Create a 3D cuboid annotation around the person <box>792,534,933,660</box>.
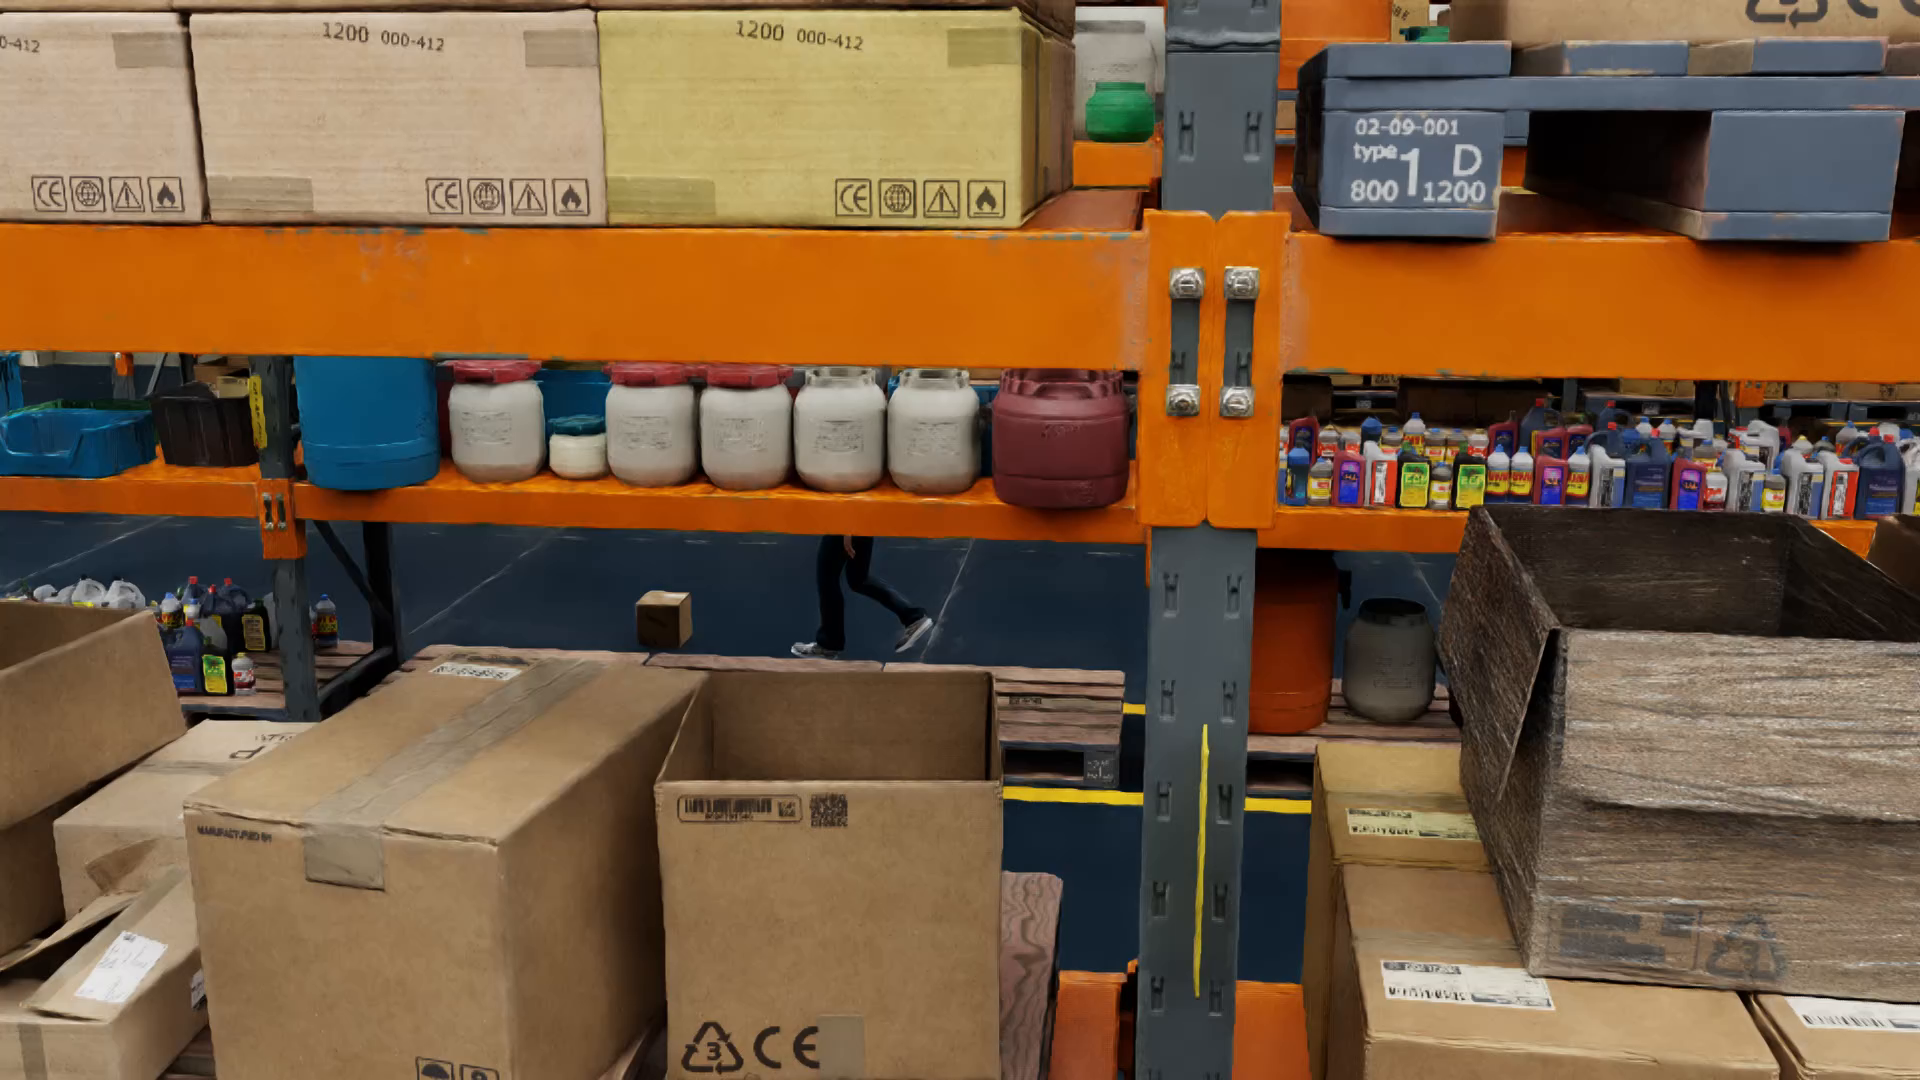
[{"bbox_3d":[-0.534,-0.101,8.903,0.797,1.561,0.467,5,15,19],"label":"person"}]
